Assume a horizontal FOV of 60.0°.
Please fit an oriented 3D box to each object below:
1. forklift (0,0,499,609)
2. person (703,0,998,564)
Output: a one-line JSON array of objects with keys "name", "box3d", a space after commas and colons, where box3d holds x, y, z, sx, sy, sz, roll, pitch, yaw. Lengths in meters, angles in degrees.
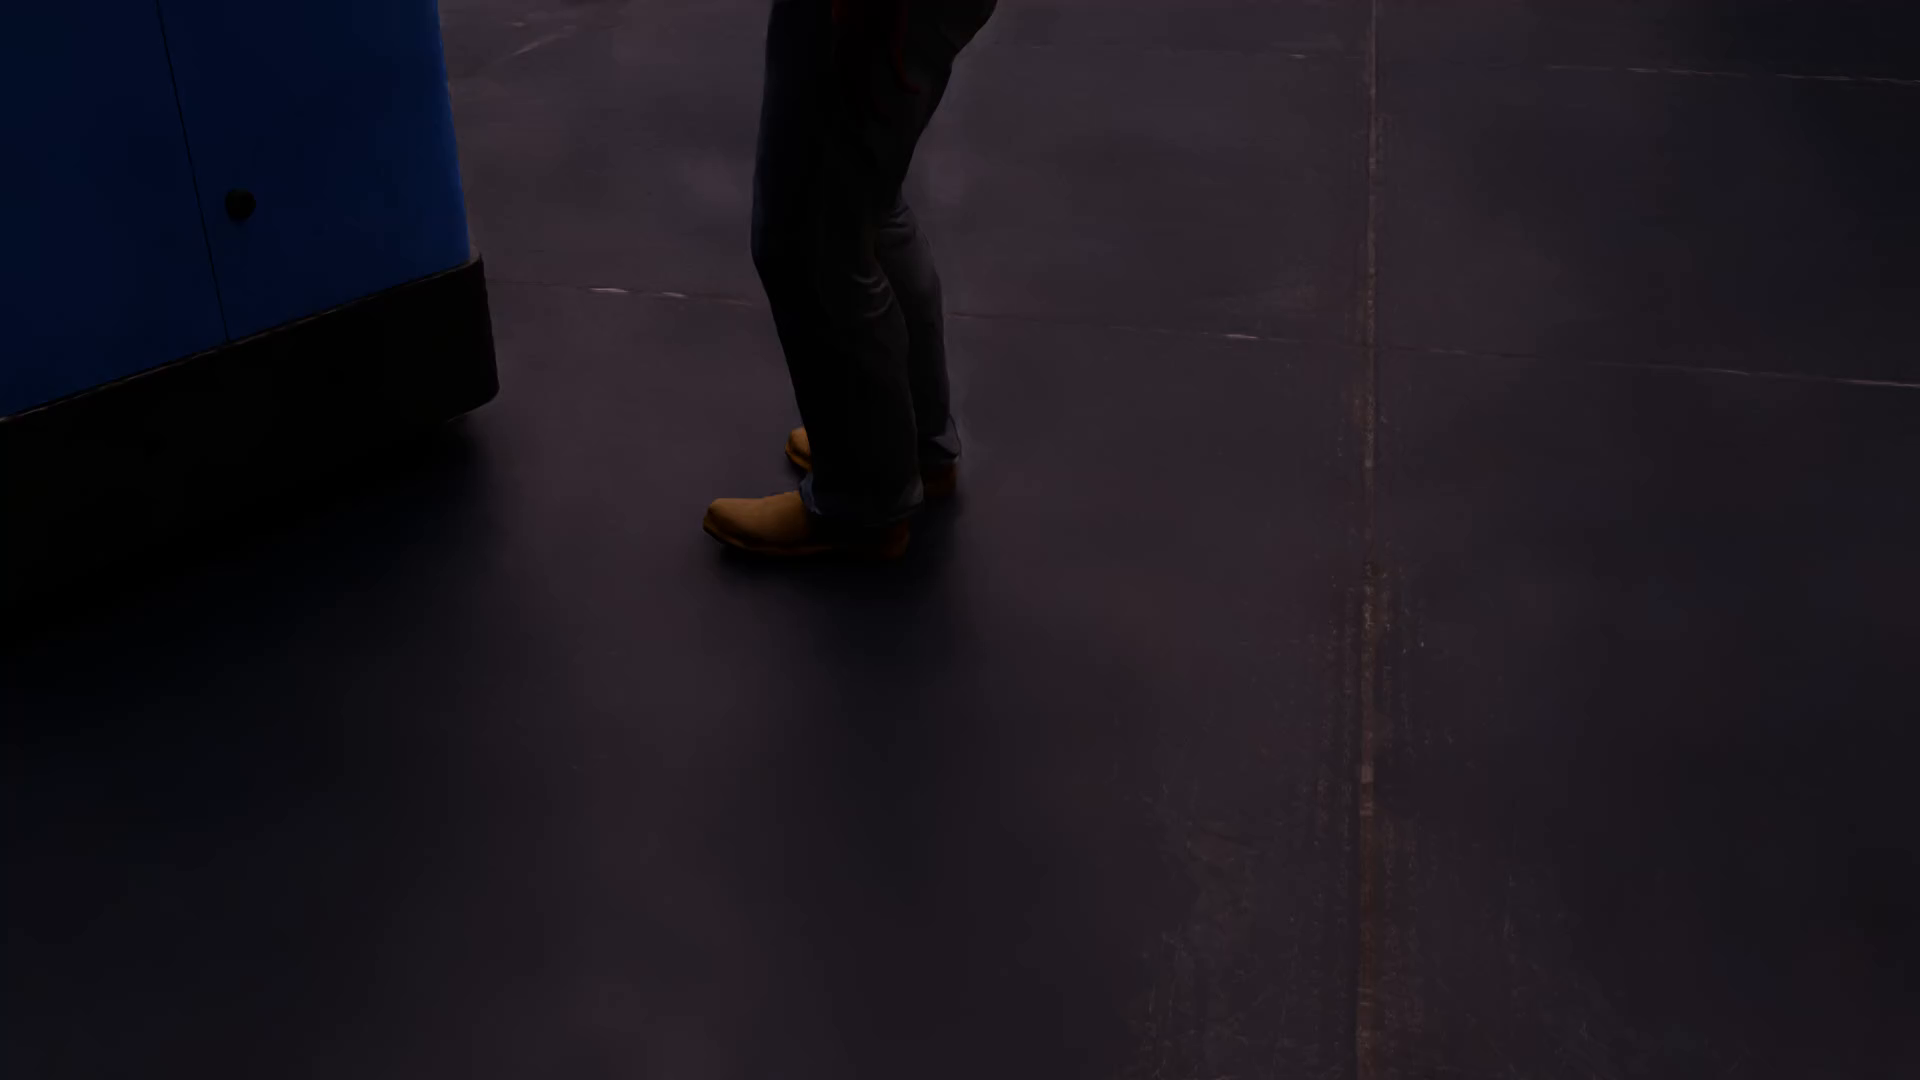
[{"name": "forklift", "box3d": [-2.305, -1.675, 2.567, 3.031, 2.935, 1.130, 16, 31, 29]}, {"name": "person", "box3d": [-0.121, -0.773, 2.101, 0.511, 1.753, 0.716, 4, 27, 8]}]
